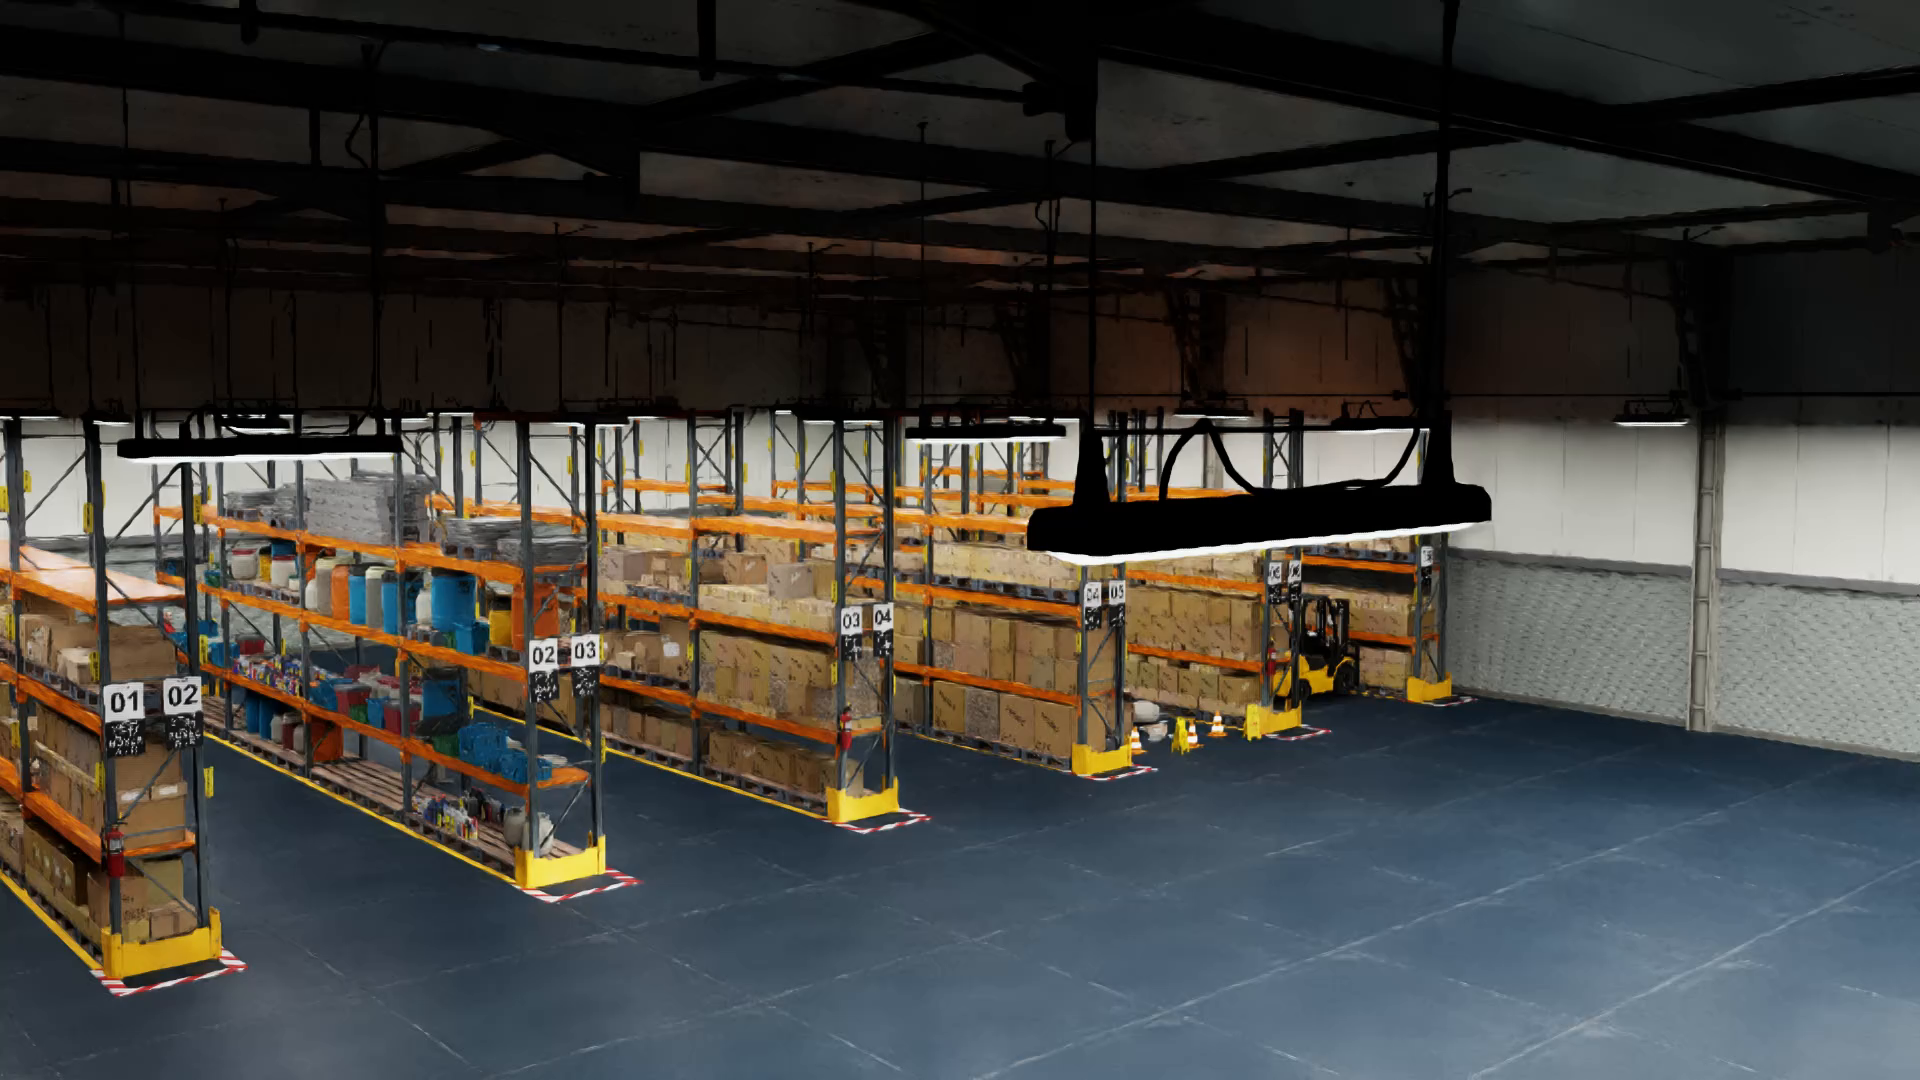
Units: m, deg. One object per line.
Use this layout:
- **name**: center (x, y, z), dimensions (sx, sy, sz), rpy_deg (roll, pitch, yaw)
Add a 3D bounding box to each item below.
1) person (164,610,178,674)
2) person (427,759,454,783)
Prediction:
- **person**: center (-16.932, 2.343, 35.541), dimensions (0.587, 1.716, 0.769), rpy_deg (0, 5, -3)
- **person**: center (-8.487, 3.099, 27.085), dimensions (0.581, 1.682, 0.371), rpy_deg (3, 6, 30)
